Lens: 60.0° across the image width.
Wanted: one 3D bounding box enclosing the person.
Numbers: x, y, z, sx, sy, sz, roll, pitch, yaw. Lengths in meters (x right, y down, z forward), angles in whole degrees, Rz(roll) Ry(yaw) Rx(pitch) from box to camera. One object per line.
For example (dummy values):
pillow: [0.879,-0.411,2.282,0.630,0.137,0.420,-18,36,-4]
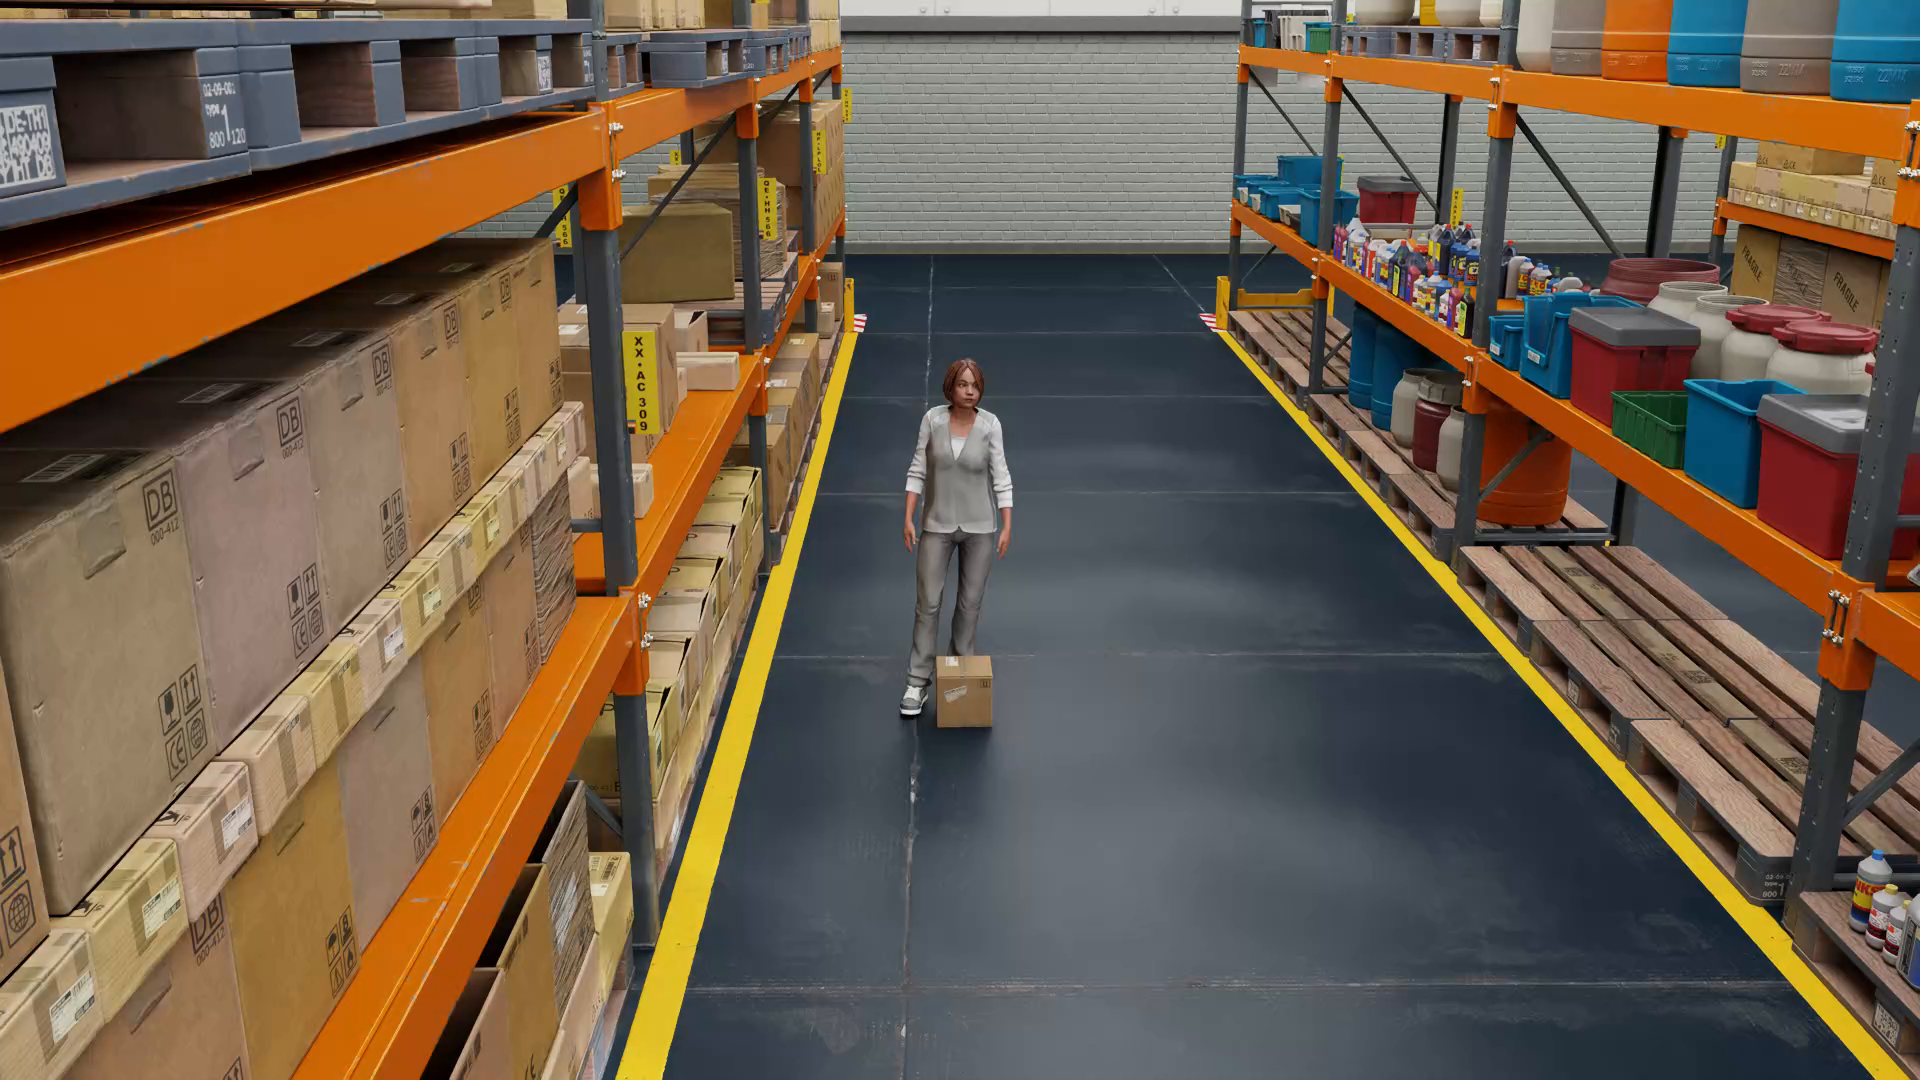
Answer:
person: [-0.018,-0.014,7.576,0.520,1.600,0.472,0,17,0]
